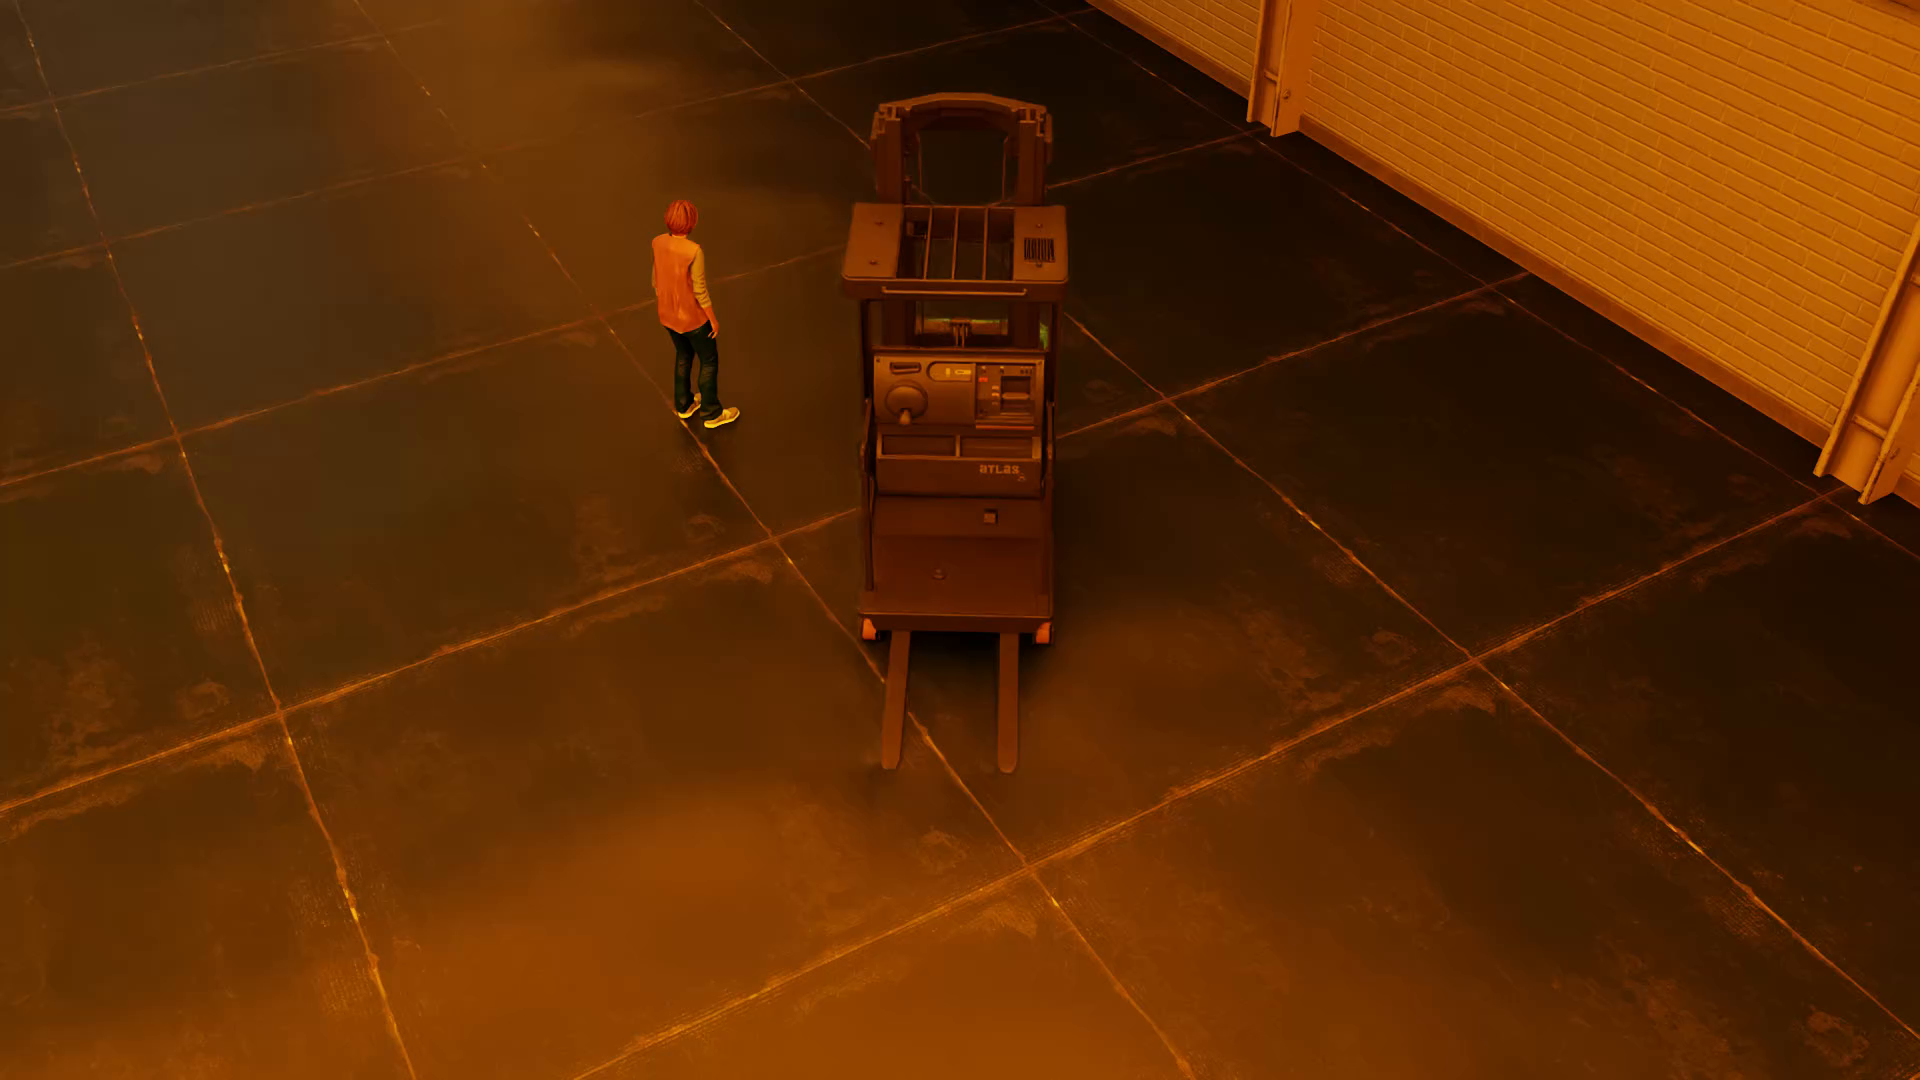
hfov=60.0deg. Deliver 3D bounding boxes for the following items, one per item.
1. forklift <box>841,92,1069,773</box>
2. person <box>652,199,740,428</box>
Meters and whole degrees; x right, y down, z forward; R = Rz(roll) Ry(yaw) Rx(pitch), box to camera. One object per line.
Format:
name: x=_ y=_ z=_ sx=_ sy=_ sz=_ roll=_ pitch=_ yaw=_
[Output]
forklift: x=-0.011 y=-0.737 z=8.924 sx=1.130 sy=2.935 sz=3.031 roll=1 pitch=40 yaw=1
person: x=-1.773 y=-1.455 z=10.849 sx=0.468 sy=1.580 sz=0.349 roll=23 pitch=45 yaw=25
